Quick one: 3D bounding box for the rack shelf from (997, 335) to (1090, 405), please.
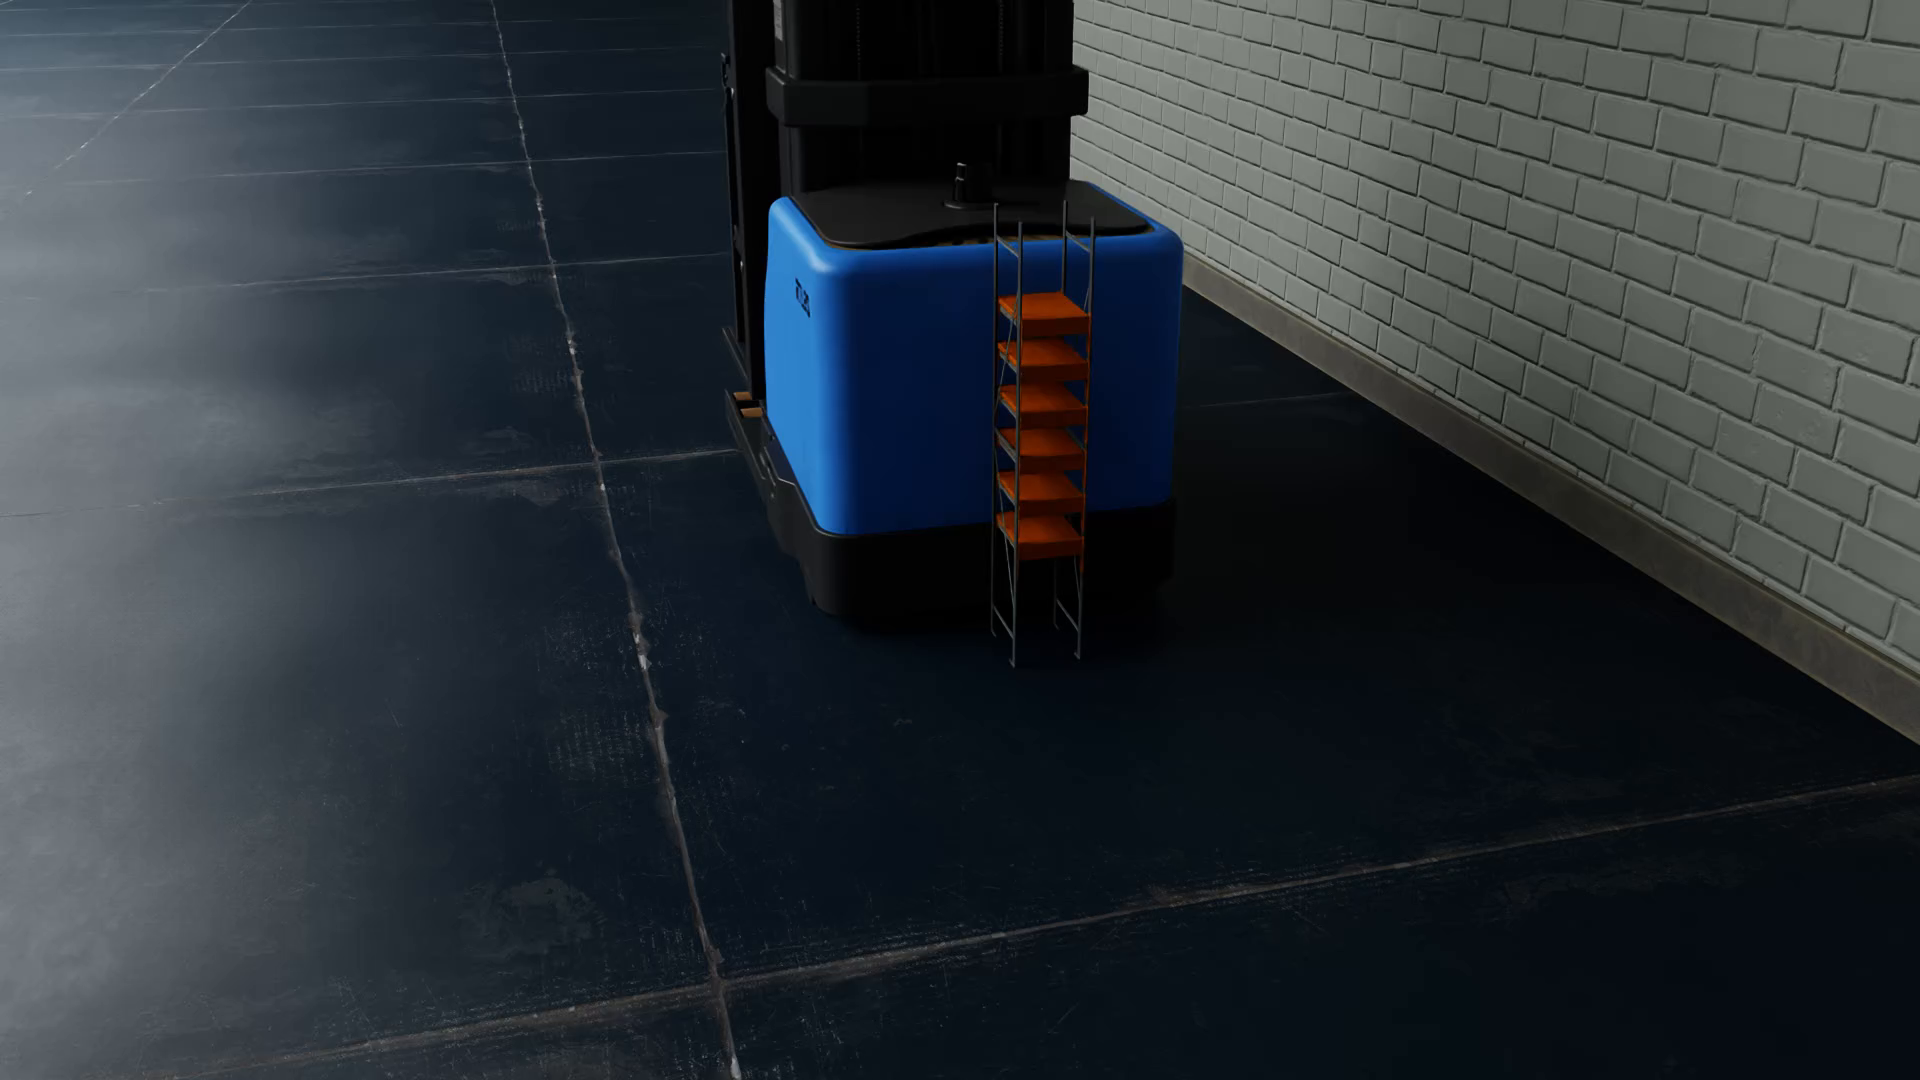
[{"bbox_3d":[0.207,-0.440,4.257,0.180,0.103,0.258,-6,24,-13],"label":"rack shelf"}]

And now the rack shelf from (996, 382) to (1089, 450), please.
[{"bbox_3d":[0.207,-0.330,4.305,0.180,0.103,0.258,-6,24,-13],"label":"rack shelf"}]

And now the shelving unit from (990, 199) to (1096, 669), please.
[{"bbox_3d":[0.207,-0.261,4.335,0.189,1.200,0.258,-6,24,-13],"label":"shelving unit"}]

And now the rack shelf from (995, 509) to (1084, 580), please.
[{"bbox_3d":[0.207,0.001,4.448,0.180,0.103,0.258,-6,24,-13],"label":"rack shelf"}]

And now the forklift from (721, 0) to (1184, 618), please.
[{"bbox_3d":[-0.243,-1.687,5.466,1.130,2.935,3.031,-6,24,-13],"label":"forklift"}]

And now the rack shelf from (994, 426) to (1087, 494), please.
[{"bbox_3d":[0.207,-0.220,4.353,0.180,0.103,0.258,-6,24,-13],"label":"rack shelf"}]

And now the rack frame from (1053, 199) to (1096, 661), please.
[{"bbox_3d":[0.295,-0.270,4.356,0.006,1.200,0.240,-6,24,-13],"label":"rack frame"}]

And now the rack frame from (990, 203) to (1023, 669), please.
[{"bbox_3d":[0.118,-0.252,4.314,0.006,1.200,0.240,-6,24,-13],"label":"rack frame"}]

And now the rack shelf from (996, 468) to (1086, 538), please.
[{"bbox_3d":[0.207,-0.110,4.400,0.180,0.103,0.258,-6,24,-13],"label":"rack shelf"}]

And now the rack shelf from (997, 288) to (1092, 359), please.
[{"bbox_3d":[0.207,-0.550,4.210,0.180,0.103,0.258,-6,24,-13],"label":"rack shelf"}]
